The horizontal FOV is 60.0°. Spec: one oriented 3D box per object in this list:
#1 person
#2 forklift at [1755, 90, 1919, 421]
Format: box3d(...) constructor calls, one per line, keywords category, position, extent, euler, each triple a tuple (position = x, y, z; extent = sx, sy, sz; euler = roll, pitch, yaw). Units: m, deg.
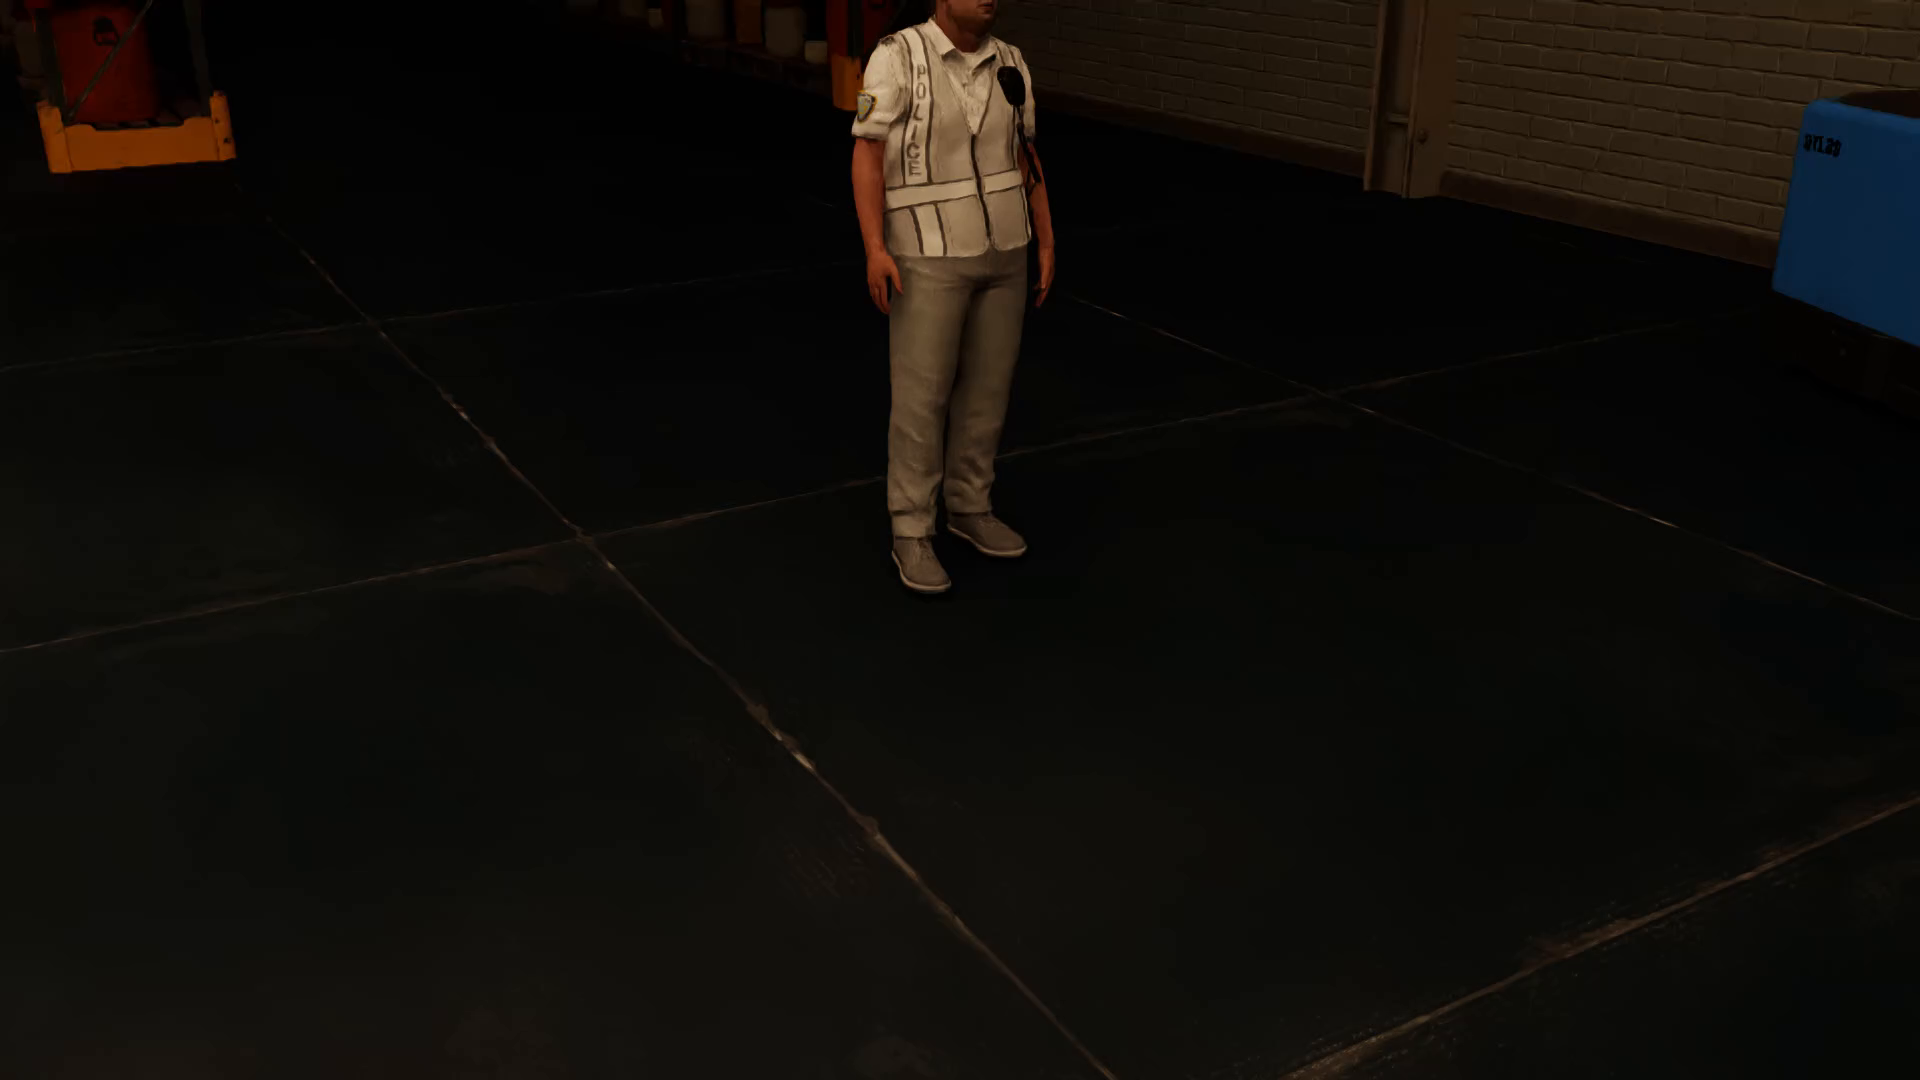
box3d(category="person", position=(0.029, -0.804, 4.725), extent=(0.640, 1.781, 0.574), euler=(-12, 25, -28))
box3d(category="forklift", position=(4.074, -1.592, 5.154), extent=(1.130, 2.935, 3.031), euler=(-4, 23, -9))
